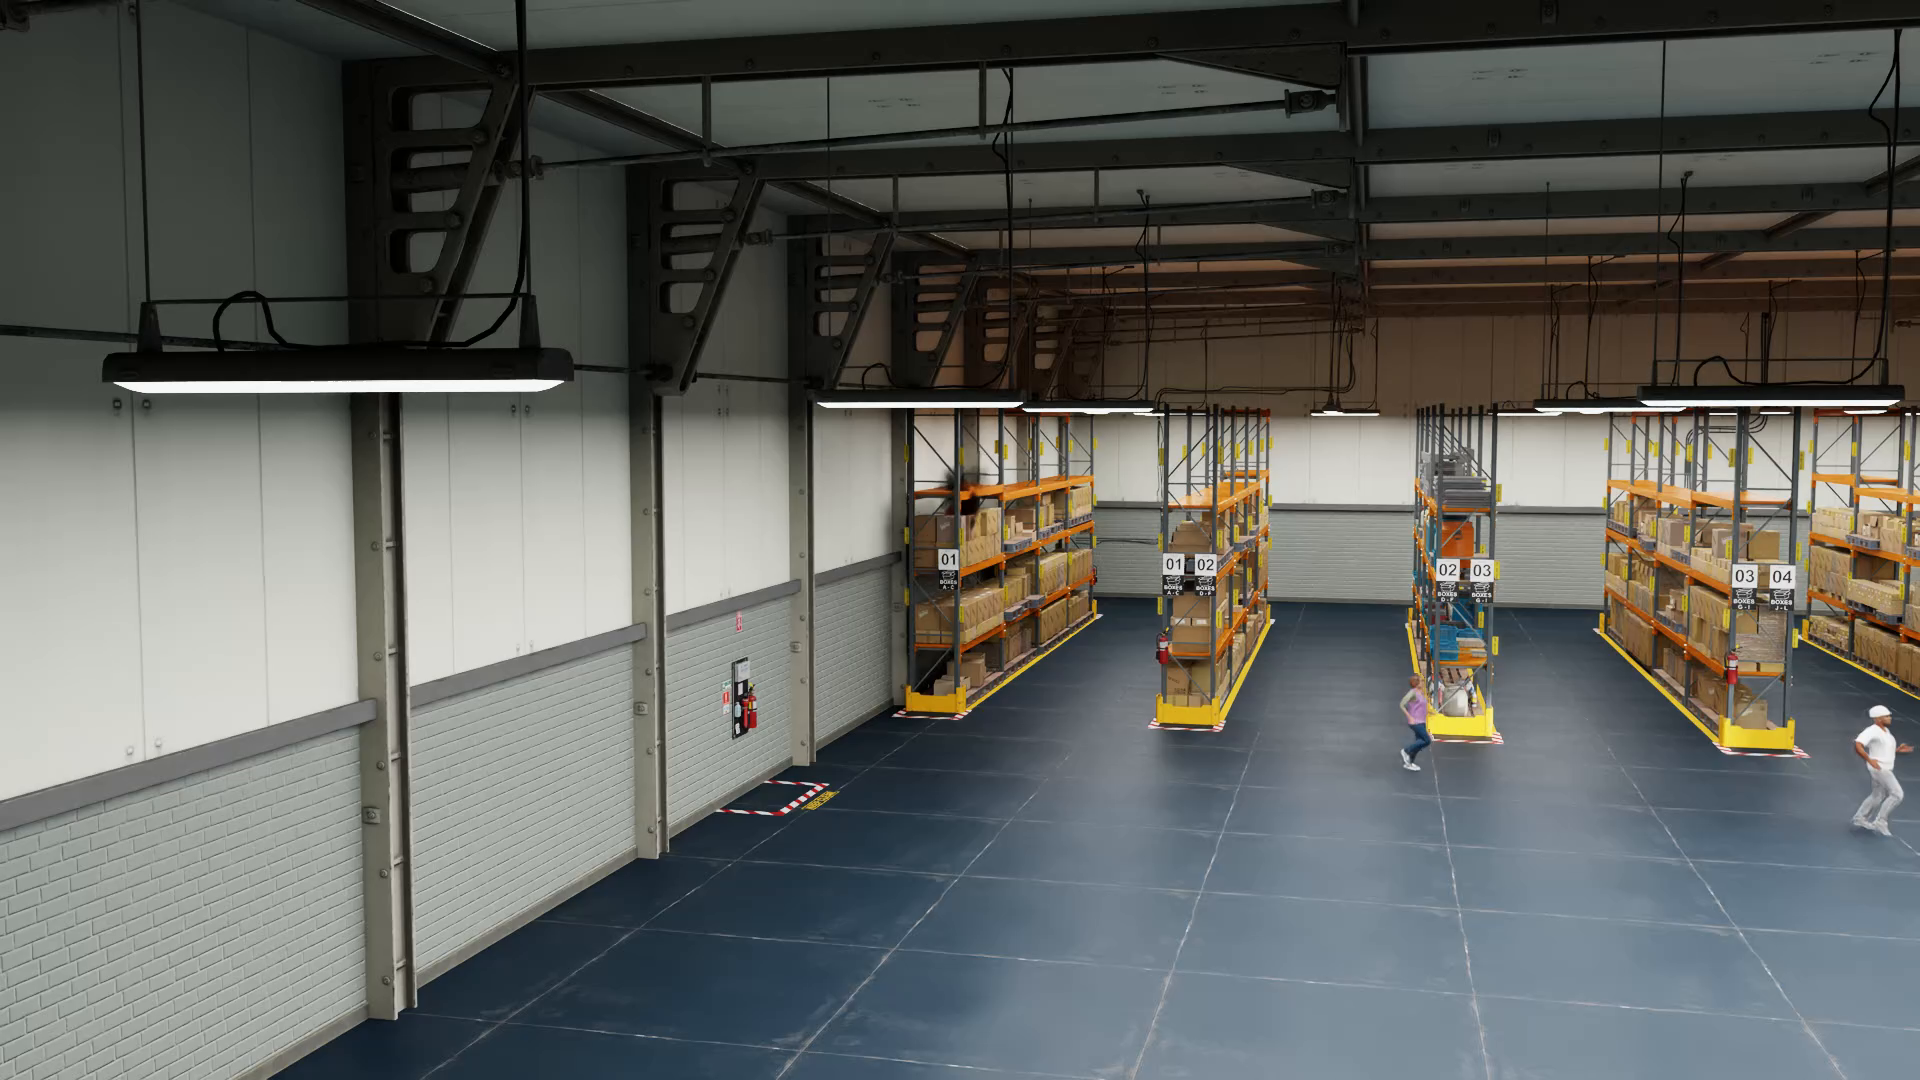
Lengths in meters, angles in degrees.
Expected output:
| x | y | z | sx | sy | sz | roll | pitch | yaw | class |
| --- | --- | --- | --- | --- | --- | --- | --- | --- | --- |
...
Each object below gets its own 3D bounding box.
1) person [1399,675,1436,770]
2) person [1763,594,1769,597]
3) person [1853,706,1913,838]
| x | y | z | sx | sy | sz | roll | pitch | yaw | class |
| --- | --- | --- | --- | --- | --- | --- | --- | --- | --- |
| 7.463 | 2.974 | 27.021 | 0.529 | 1.557 | 0.525 | 3 | 5 | 36 | person |
| 21.376 | 1.635 | 44.237 | 0.866 | 1.744 | 0.731 | -2 | 5 | -26 | person |
| 12.690 | 3.183 | 22.871 | 0.696 | 1.809 | 0.674 | 3 | 5 | 35 | person |
